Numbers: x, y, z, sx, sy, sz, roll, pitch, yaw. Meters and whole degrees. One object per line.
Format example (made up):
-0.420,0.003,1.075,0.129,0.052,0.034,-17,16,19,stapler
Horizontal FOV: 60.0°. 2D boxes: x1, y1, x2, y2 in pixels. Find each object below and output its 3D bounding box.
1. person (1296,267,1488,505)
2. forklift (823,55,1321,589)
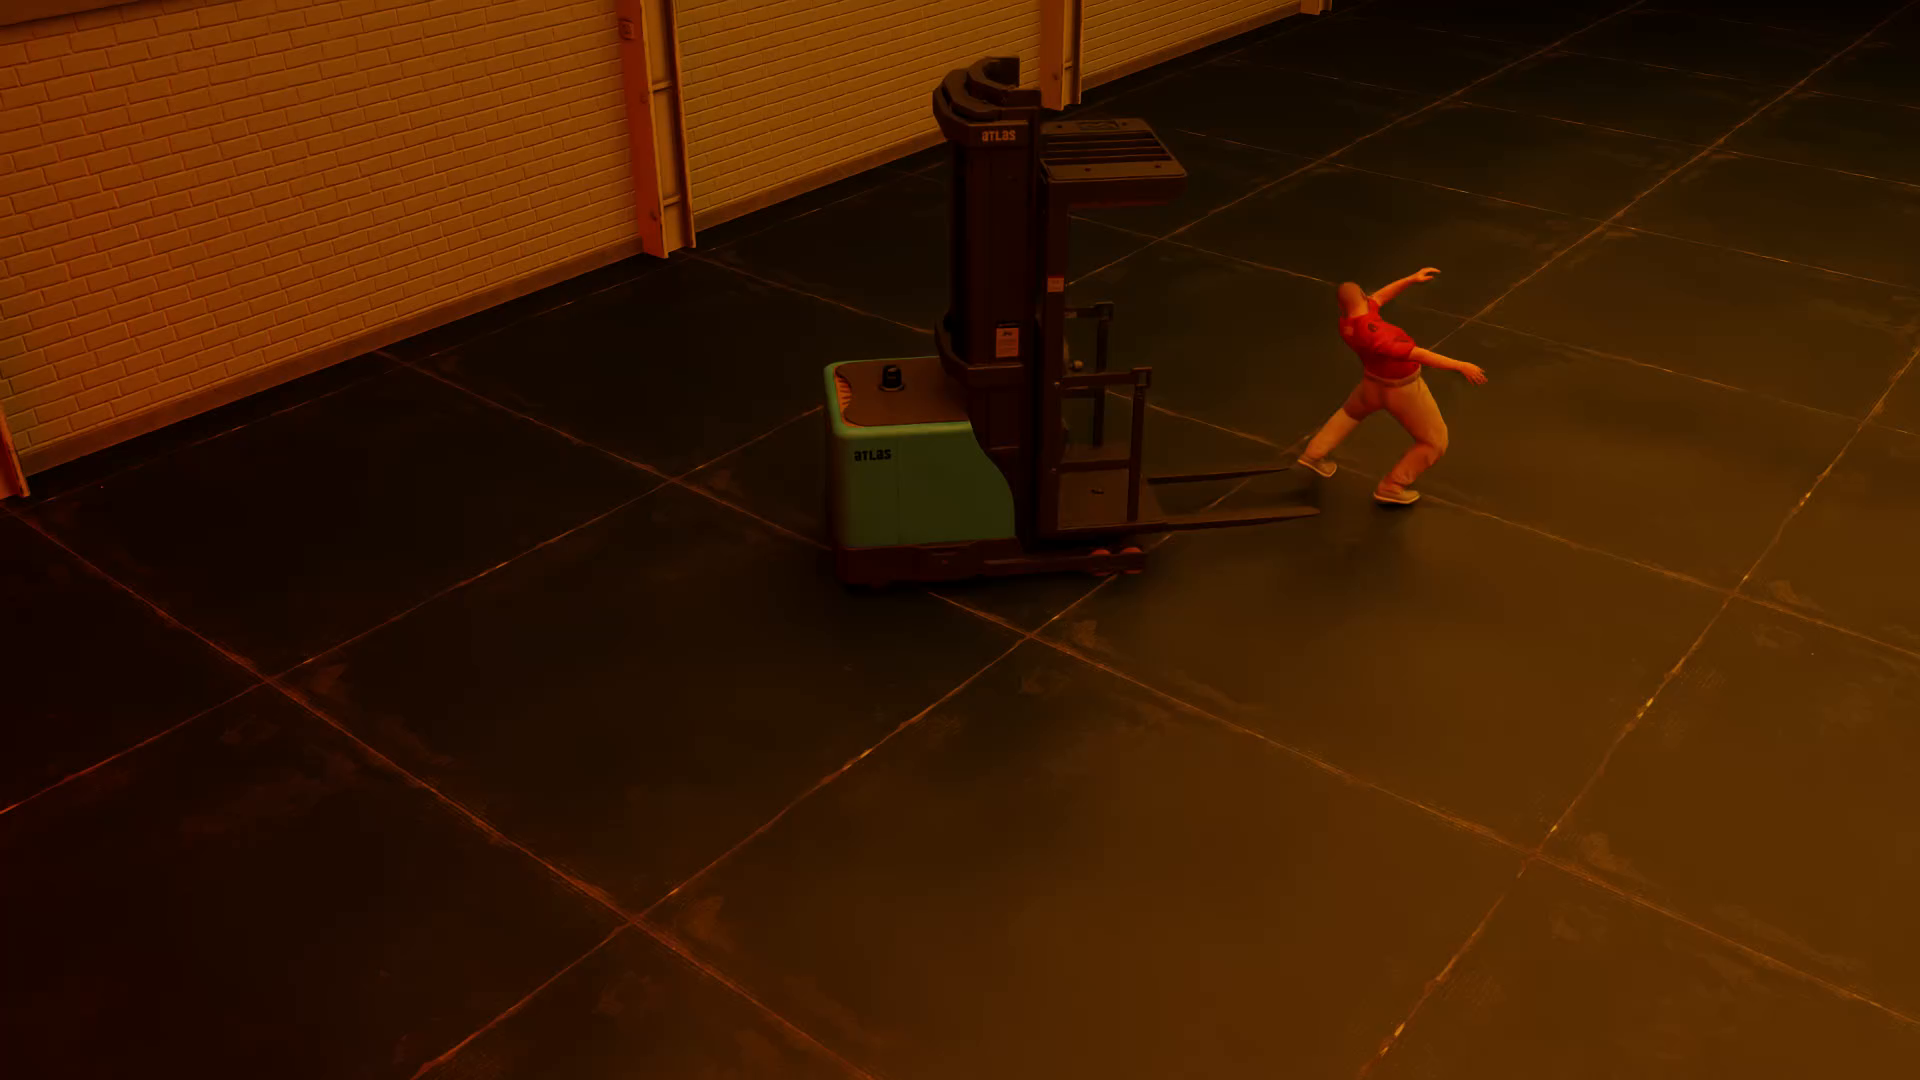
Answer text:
2.806,-0.908,10.565,0.722,1.493,1.079,-20,36,-31,person
0.703,-1.302,9.823,3.031,2.935,1.130,-4,31,-7,forklift
